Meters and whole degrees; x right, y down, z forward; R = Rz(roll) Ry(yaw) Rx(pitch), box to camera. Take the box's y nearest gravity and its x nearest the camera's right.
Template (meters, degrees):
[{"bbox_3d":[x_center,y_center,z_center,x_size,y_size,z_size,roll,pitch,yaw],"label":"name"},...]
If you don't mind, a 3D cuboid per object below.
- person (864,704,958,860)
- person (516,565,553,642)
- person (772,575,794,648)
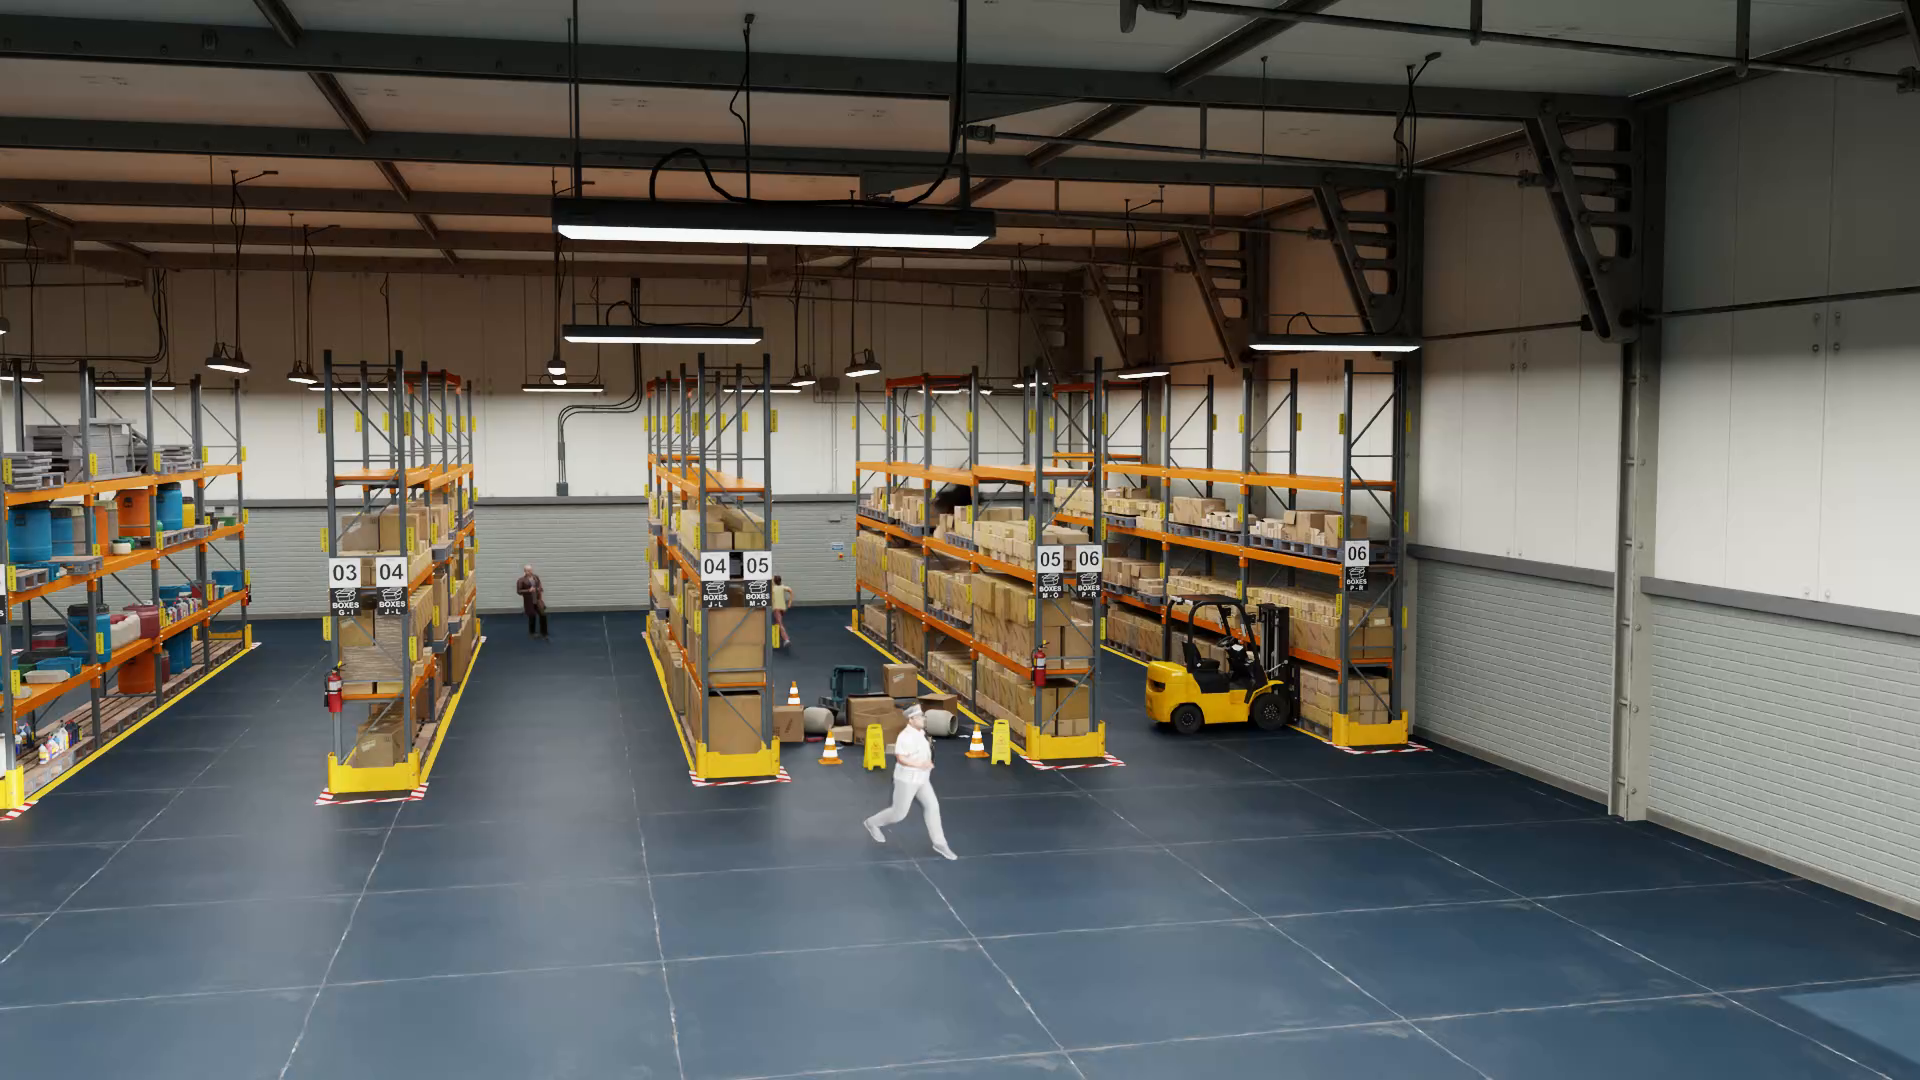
[{"bbox_3d":[-0.520,2.794,19.221,0.973,1.802,0.628,2,5,28],"label":"person"},{"bbox_3d":[-9.917,1.471,38.416,0.787,1.806,0.775,-3,5,-37],"label":"person"},{"bbox_3d":[-3.989,1.623,36.887,0.578,1.675,0.997,-2,5,-29],"label":"person"}]
